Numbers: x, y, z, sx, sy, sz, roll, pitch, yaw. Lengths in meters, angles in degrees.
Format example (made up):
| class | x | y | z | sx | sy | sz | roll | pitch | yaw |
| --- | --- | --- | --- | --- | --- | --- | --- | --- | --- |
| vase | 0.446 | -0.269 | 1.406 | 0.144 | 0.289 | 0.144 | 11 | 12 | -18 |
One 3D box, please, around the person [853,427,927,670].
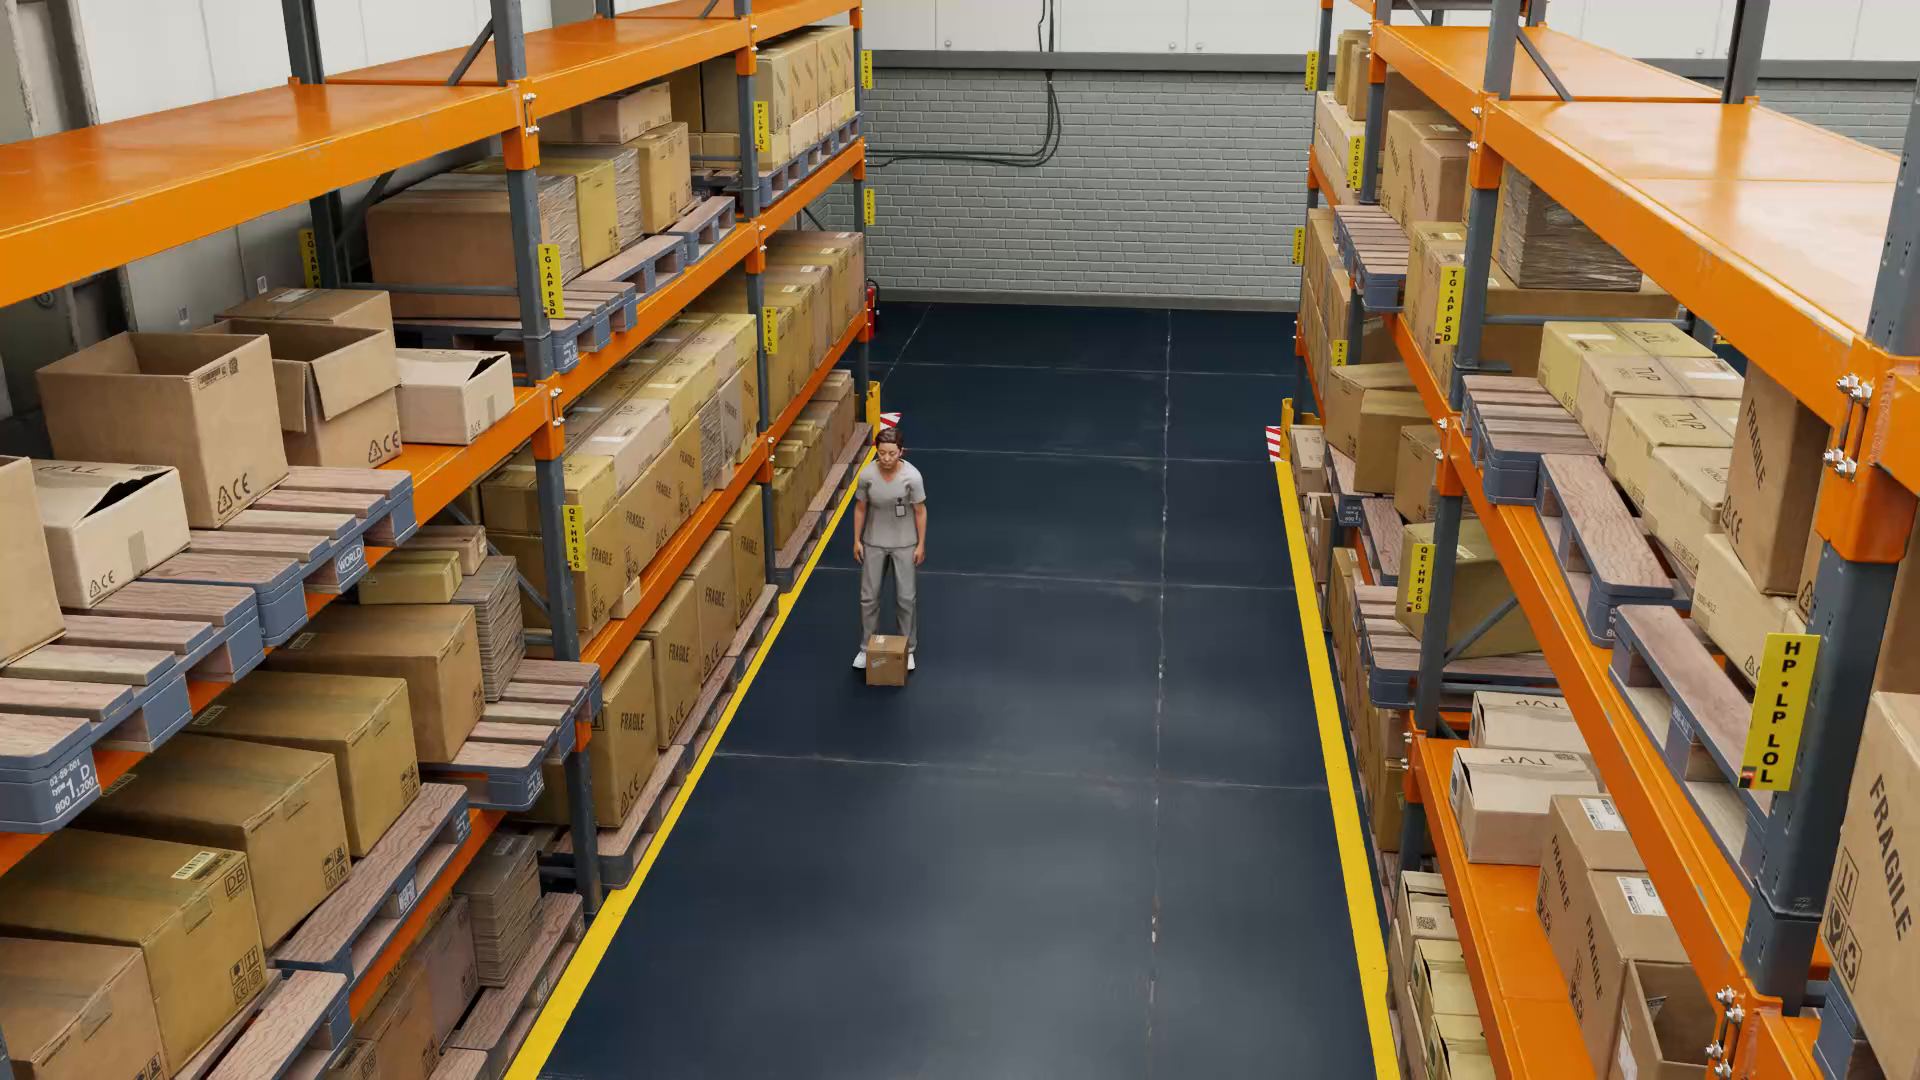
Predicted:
| class | x | y | z | sx | sy | sz | roll | pitch | yaw |
| --- | --- | --- | --- | --- | --- | --- | --- | --- | --- |
| person | -0.463 | 0.043 | 10.974 | 0.485 | 1.673 | 0.360 | 3 | 21 | 7 |
